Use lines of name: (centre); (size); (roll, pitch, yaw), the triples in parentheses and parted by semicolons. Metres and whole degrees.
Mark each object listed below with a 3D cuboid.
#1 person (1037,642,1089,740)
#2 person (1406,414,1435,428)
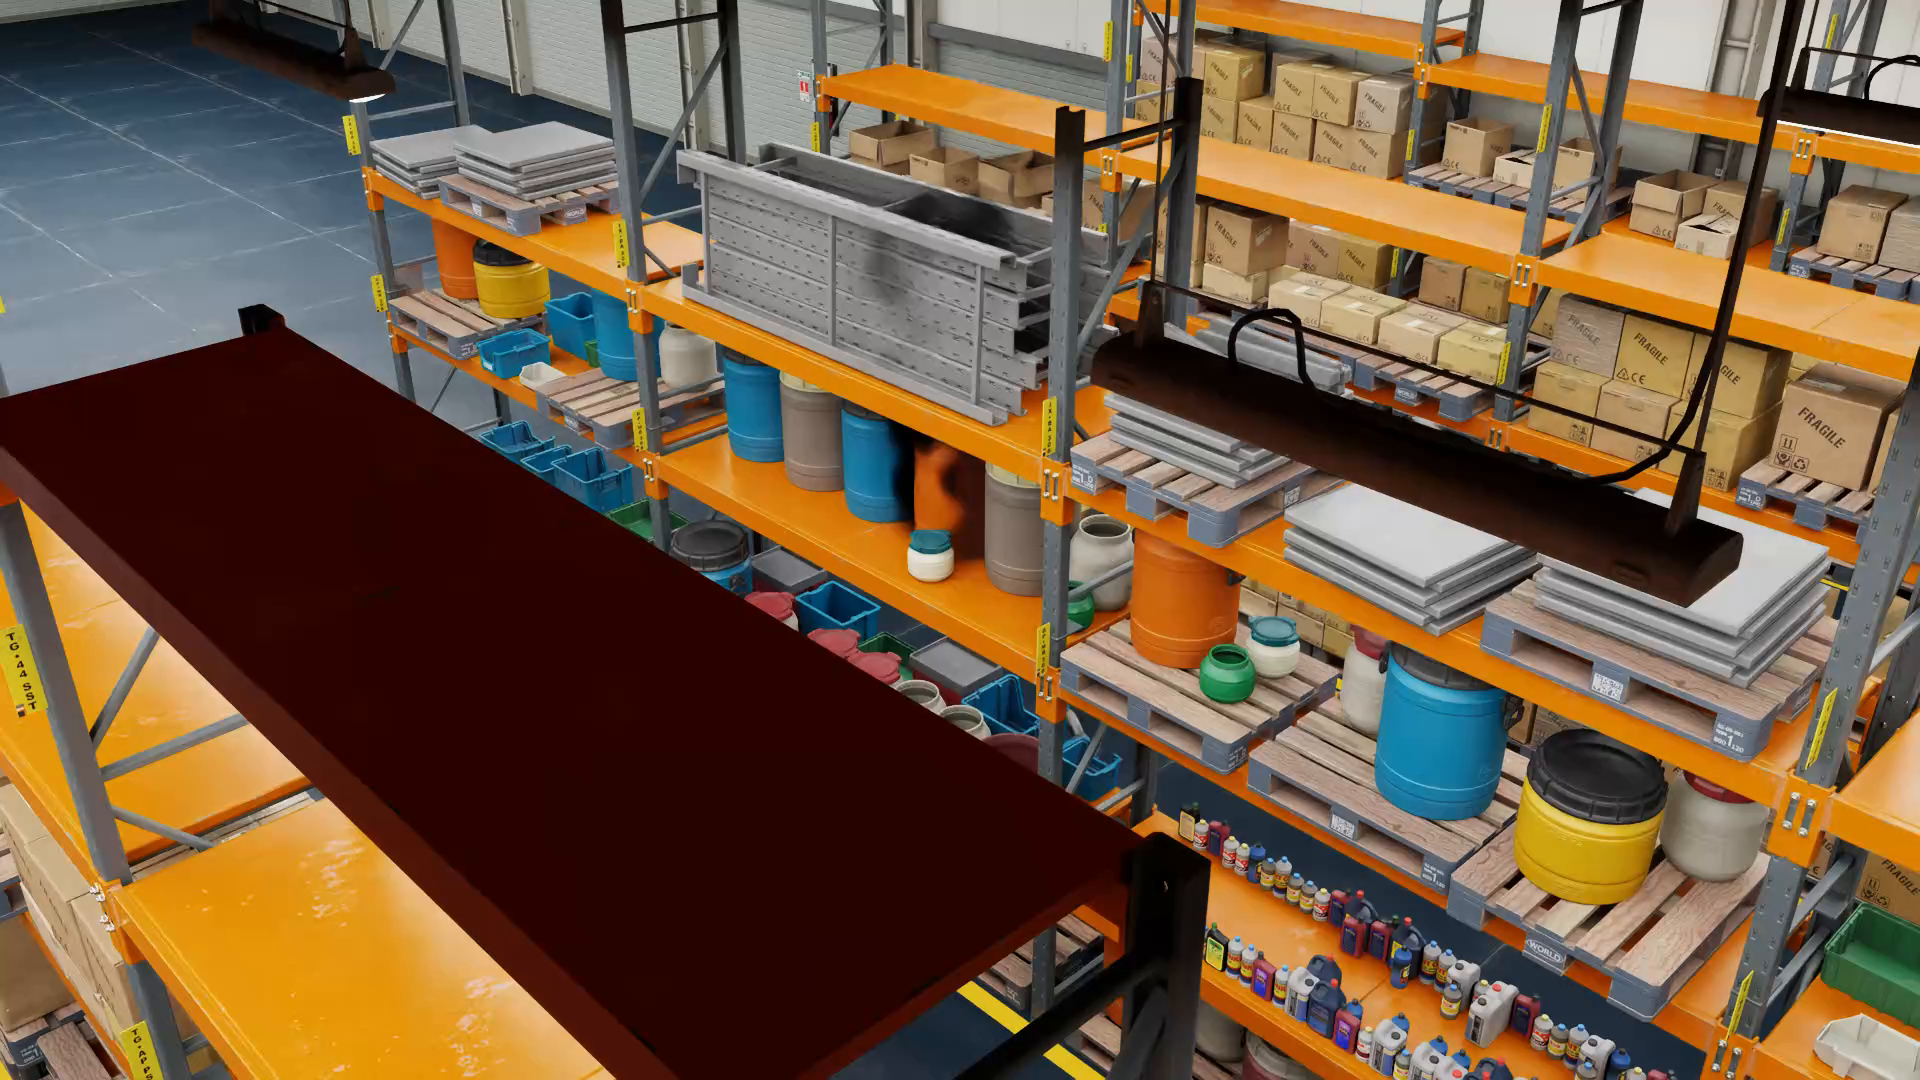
person: (0.757, 1.015, 12.597); (0.480, 1.657, 0.615); (23, 36, 36)
person: (4.290, -0.471, 15.956); (0.634, 1.696, 0.577); (-21, 35, -34)
